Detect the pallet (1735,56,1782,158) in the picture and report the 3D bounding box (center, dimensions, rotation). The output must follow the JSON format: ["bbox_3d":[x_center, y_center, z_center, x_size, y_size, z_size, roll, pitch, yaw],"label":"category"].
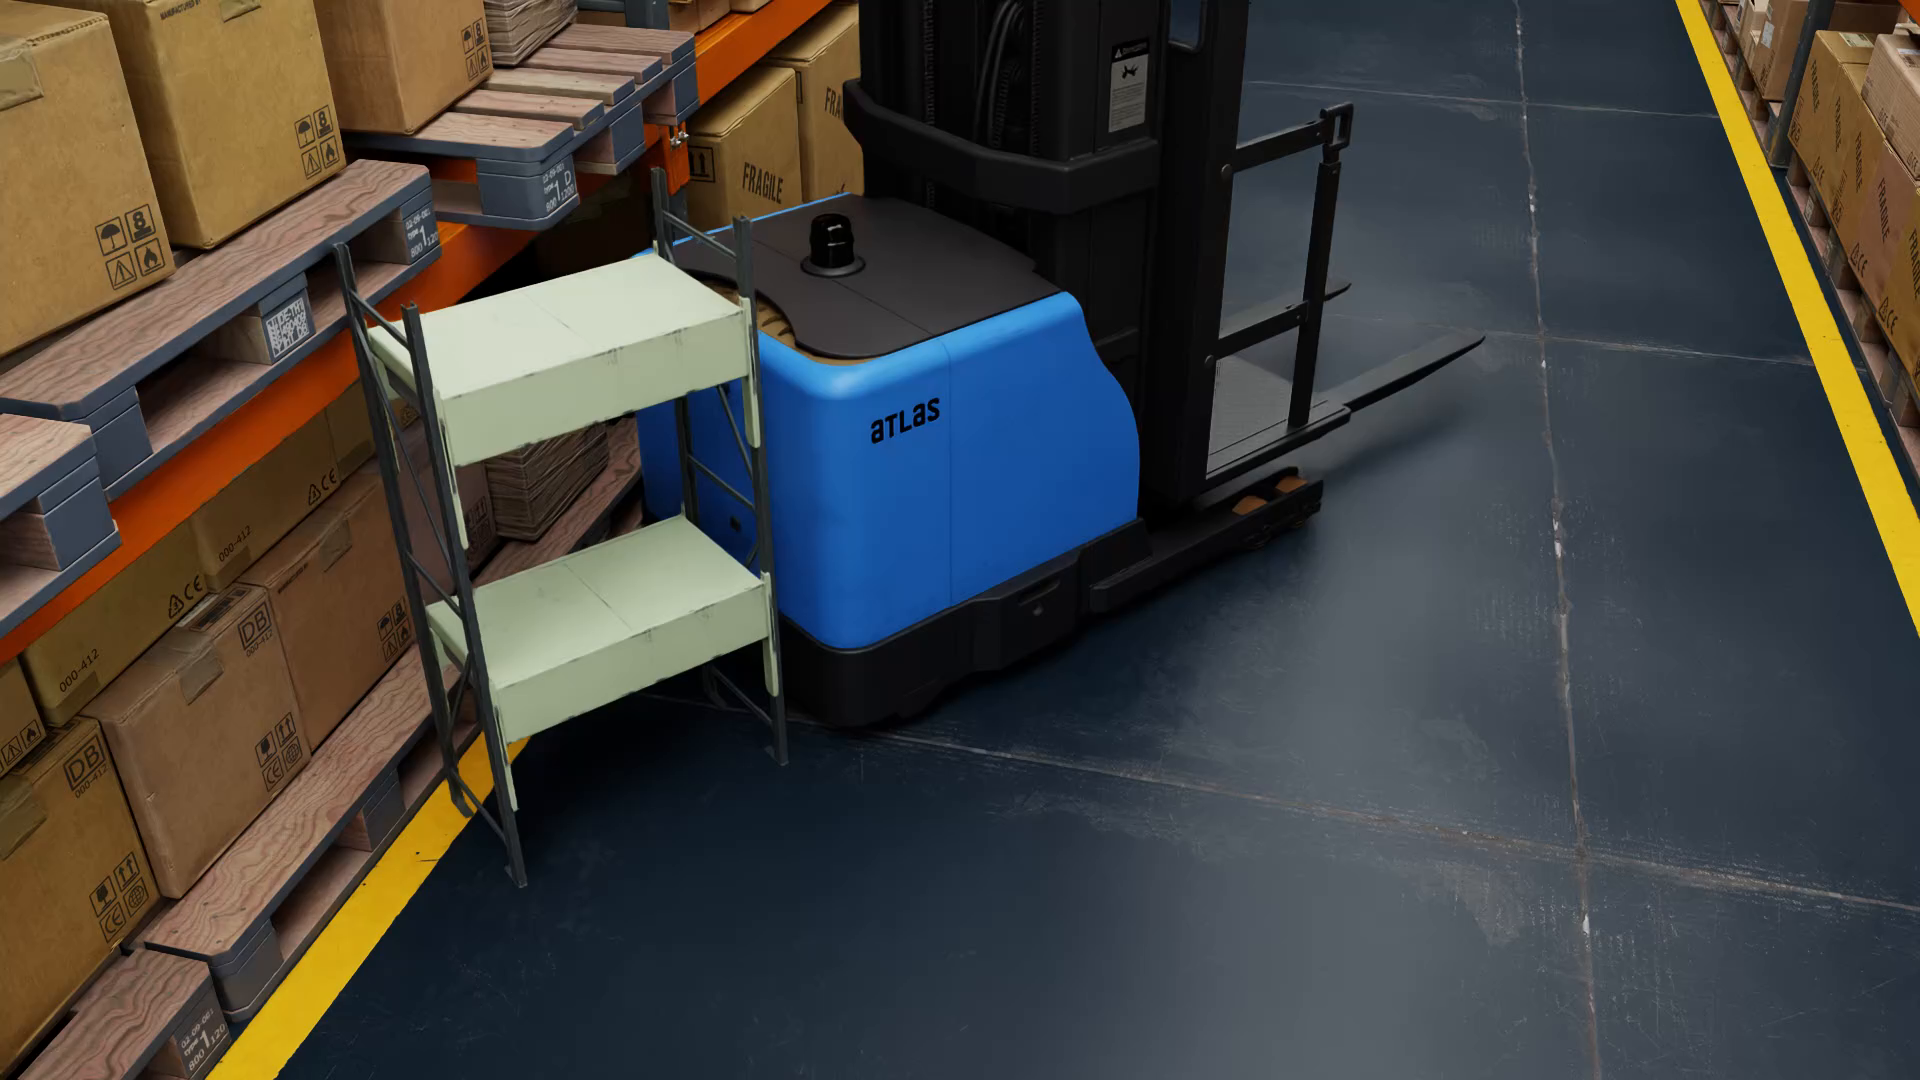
[{"bbox_3d":[4.614,-2.214,8.537,1.003,0.211,1.213,8,33,12],"label":"pallet"}]

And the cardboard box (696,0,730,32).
[{"bbox_3d":[-0.989,-1.803,5.506,0.380,0.149,0.250,8,33,13],"label":"cardboard box"}]

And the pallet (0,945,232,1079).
[{"bbox_3d":[-2.188,1.216,3.140,1.003,0.211,1.213,8,33,12],"label":"pallet"}]

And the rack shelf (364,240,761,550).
[{"bbox_3d":[-0.866,-0.340,3.659,0.720,0.370,0.431,-22,39,-31],"label":"rack shelf"}]

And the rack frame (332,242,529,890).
[{"bbox_3d":[-1.157,0.109,3.680,0.023,1.500,0.400,-22,39,-31],"label":"rack frame"}]

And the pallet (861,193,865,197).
[{"bbox_3d":[-0.784,-1.485,7.389,1.003,0.211,1.213,8,33,12],"label":"pallet"}]

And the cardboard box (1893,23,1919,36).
[{"bbox_3d":[4.964,-2.664,8.875,0.380,0.166,0.250,8,33,12],"label":"cardboard box"}]

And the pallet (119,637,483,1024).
[{"bbox_3d":[-1.880,0.581,4.139,1.003,0.211,1.213,8,33,12],"label":"pallet"}]

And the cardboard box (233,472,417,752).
[{"bbox_3d":[-1.843,0.131,4.167,0.700,0.500,0.500,8,33,12],"label":"cardboard box"}]

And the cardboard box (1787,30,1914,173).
[{"bbox_3d":[4.080,-1.948,7.438,0.500,0.500,0.500,7,33,10],"label":"cardboard box"}]

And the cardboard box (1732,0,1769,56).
[{"bbox_3d":[4.499,-2.809,8.970,0.500,0.311,0.500,8,33,12],"label":"cardboard box"}]

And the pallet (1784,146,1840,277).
[{"bbox_3d":[4.269,-1.431,7.304,1.003,0.211,1.213,8,33,12],"label":"pallet"}]

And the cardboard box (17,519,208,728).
[{"bbox_3d":[-1.976,0.113,3.497,0.500,0.250,0.500,7,33,11],"label":"cardboard box"}]

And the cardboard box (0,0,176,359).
[{"bbox_3d":[-1.936,-0.678,3.018,0.700,0.500,0.500,13,35,19],"label":"cardboard box"}]

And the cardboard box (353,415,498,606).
[{"bbox_3d":[-1.744,-0.130,4.579,0.700,0.500,0.500,8,33,12],"label":"cardboard box"}]

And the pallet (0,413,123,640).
[{"bbox_3d":[-2.049,0.148,2.400,1.003,0.211,1.213,8,33,12],"label":"pallet"}]

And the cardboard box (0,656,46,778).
[{"bbox_3d":[-2.105,0.383,3.072,0.500,0.250,0.500,7,33,11],"label":"cardboard box"}]

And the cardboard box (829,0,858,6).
[{"bbox_3d":[-0.616,-2.161,7.466,0.750,0.750,0.750,9,34,14],"label":"cardboard box"}]

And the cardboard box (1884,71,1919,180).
[{"bbox_3d":[3.700,-1.485,6.011,0.500,0.250,0.500,7,33,11],"label":"cardboard box"}]

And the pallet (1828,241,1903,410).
[{"bbox_3d":[3.961,-0.796,6.305,1.003,0.211,1.213,8,33,12],"label":"pallet"}]

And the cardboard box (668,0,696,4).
[{"bbox_3d":[-0.998,-2.025,5.251,0.500,0.500,0.500,9,34,14],"label":"cardboard box"}]

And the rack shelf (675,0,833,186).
[{"bbox_3d":[-0.861,-2.366,6.847,1.077,0.370,4.000,8,33,12],"label":"rack shelf"}]

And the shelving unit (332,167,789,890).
[{"bbox_3d":[-0.866,-0.010,3.868,0.755,1.500,0.431,-22,39,-31],"label":"shelving unit"}]

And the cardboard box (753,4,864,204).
[{"bbox_3d":[-0.827,-1.719,6.771,0.750,0.750,0.750,8,33,12],"label":"cardboard box"}]

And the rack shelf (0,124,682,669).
[{"bbox_3d":[-1.876,-0.290,3.581,1.077,0.370,4.000,8,33,12],"label":"rack shelf"}]

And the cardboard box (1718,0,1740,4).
[{"bbox_3d":[4.788,-3.374,9.914,0.500,0.250,0.500,8,33,12],"label":"cardboard box"}]

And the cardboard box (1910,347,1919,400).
[{"bbox_3d":[3.434,-0.607,5.329,0.500,0.500,0.500,9,34,14],"label":"cardboard box"}]

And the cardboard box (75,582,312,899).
[{"bbox_3d":[-1.962,0.395,3.753,0.700,0.500,0.500,8,33,13],"label":"cardboard box"}]

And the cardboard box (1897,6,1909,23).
[{"bbox_3d":[4.911,-3.143,9.315,0.797,0.503,0.637,8,33,12],"label":"cardboard box"}]

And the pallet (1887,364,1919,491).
[{"bbox_3d":[3.650,-0.165,5.313,1.003,0.211,1.213,8,33,12],"label":"pallet"}]

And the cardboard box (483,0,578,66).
[{"bbox_3d":[-1.478,-1.614,4.490,0.700,0.500,0.500,4,33,7],"label":"cardboard box"}]

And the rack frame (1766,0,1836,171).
[{"bbox_3d":[4.439,-3.035,7.228,1.000,3.000,0.127,8,33,12],"label":"rack frame"}]

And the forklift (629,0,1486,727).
[{"bbox_3d":[0.525,-1.402,4.723,3.031,2.935,1.130,-24,40,-33],"label":"forklift"}]

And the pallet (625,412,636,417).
[{"bbox_3d":[-1.096,-0.854,6.396,1.003,0.211,1.213,8,33,12],"label":"pallet"}]

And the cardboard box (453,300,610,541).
[{"bbox_3d":[-1.501,-0.382,4.975,0.700,0.500,0.500,8,33,13],"label":"cardboard box"}]

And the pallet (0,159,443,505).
[{"bbox_3d":[-1.832,-0.518,3.448,1.003,0.211,1.213,8,33,12],"label":"pallet"}]

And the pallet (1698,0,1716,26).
[{"bbox_3d":[5.233,-3.481,10.529,1.003,0.211,1.213,8,33,12],"label":"pallet"}]

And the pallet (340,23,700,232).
[{"bbox_3d":[-1.447,-1.167,4.468,1.213,0.211,1.003,8,33,12],"label":"pallet"}]

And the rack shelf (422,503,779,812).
[{"bbox_3d":[-0.866,0.265,4.043,0.720,0.370,0.431,-22,39,-31],"label":"rack shelf"}]

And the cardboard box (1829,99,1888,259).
[{"bbox_3d":[3.822,-1.411,6.594,0.500,0.500,0.500,8,33,13],"label":"cardboard box"}]

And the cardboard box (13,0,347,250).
[{"bbox_3d":[-1.773,-0.965,3.469,0.700,0.500,0.500,8,33,12],"label":"cardboard box"}]

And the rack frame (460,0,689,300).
[{"bbox_3d":[-1.369,-1.632,5.021,1.000,3.000,0.127,8,33,12],"label":"rack frame"}]

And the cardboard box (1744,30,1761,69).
[{"bbox_3d":[4.346,-2.555,8.720,0.380,0.149,0.250,8,33,12],"label":"cardboard box"}]

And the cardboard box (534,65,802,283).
[{"bbox_3d":[-1.055,-1.266,6.057,0.750,0.750,0.750,8,33,12],"label":"cardboard box"}]

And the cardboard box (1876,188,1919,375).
[{"bbox_3d":[3.566,-0.876,5.752,0.500,0.500,0.500,7,33,11],"label":"cardboard box"}]

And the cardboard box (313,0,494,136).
[{"bbox_3d":[-1.594,-1.321,4.028,0.700,0.500,0.500,5,33,8],"label":"cardboard box"}]

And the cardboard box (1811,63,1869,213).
[{"bbox_3d":[3.956,-1.670,7.000,0.500,0.500,0.500,8,33,13],"label":"cardboard box"}]

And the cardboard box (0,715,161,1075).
[{"bbox_3d":[-2.131,0.654,3.345,0.700,0.500,0.500,7,33,11],"label":"cardboard box"}]

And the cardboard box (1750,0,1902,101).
[{"bbox_3d":[4.309,-2.500,8.307,0.500,0.500,0.500,8,33,12],"label":"cardboard box"}]

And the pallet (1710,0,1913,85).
[{"bbox_3d":[4.922,-2.849,9.536,1.003,0.211,1.213,8,33,12],"label":"pallet"}]

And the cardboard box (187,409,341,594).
[{"bbox_3d":[-1.832,-0.144,3.901,0.500,0.250,0.500,8,33,12],"label":"cardboard box"}]

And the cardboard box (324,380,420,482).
[{"bbox_3d":[-1.706,-0.411,4.322,0.500,0.250,0.500,9,33,13],"label":"cardboard box"}]

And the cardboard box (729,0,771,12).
[{"bbox_3d":[-0.840,-1.930,5.705,0.380,0.149,0.250,9,34,14],"label":"cardboard box"}]

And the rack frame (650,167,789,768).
[{"bbox_3d":[-0.576,-0.130,4.056,0.023,1.500,0.400,-22,39,-31],"label":"rack frame"}]

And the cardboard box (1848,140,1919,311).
[{"bbox_3d":[3.693,-1.149,6.181,0.500,0.500,0.500,7,33,11],"label":"cardboard box"}]

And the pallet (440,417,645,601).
[{"bbox_3d":[-1.569,-0.050,5.131,1.003,0.211,1.213,8,33,12],"label":"pallet"}]

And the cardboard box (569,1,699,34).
[{"bbox_3d":[-1.061,-1.674,5.302,0.380,0.149,0.250,8,33,12],"label":"cardboard box"}]

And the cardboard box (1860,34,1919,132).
[{"bbox_3d":[3.827,-1.746,6.421,0.500,0.250,0.500,8,33,12],"label":"cardboard box"}]
